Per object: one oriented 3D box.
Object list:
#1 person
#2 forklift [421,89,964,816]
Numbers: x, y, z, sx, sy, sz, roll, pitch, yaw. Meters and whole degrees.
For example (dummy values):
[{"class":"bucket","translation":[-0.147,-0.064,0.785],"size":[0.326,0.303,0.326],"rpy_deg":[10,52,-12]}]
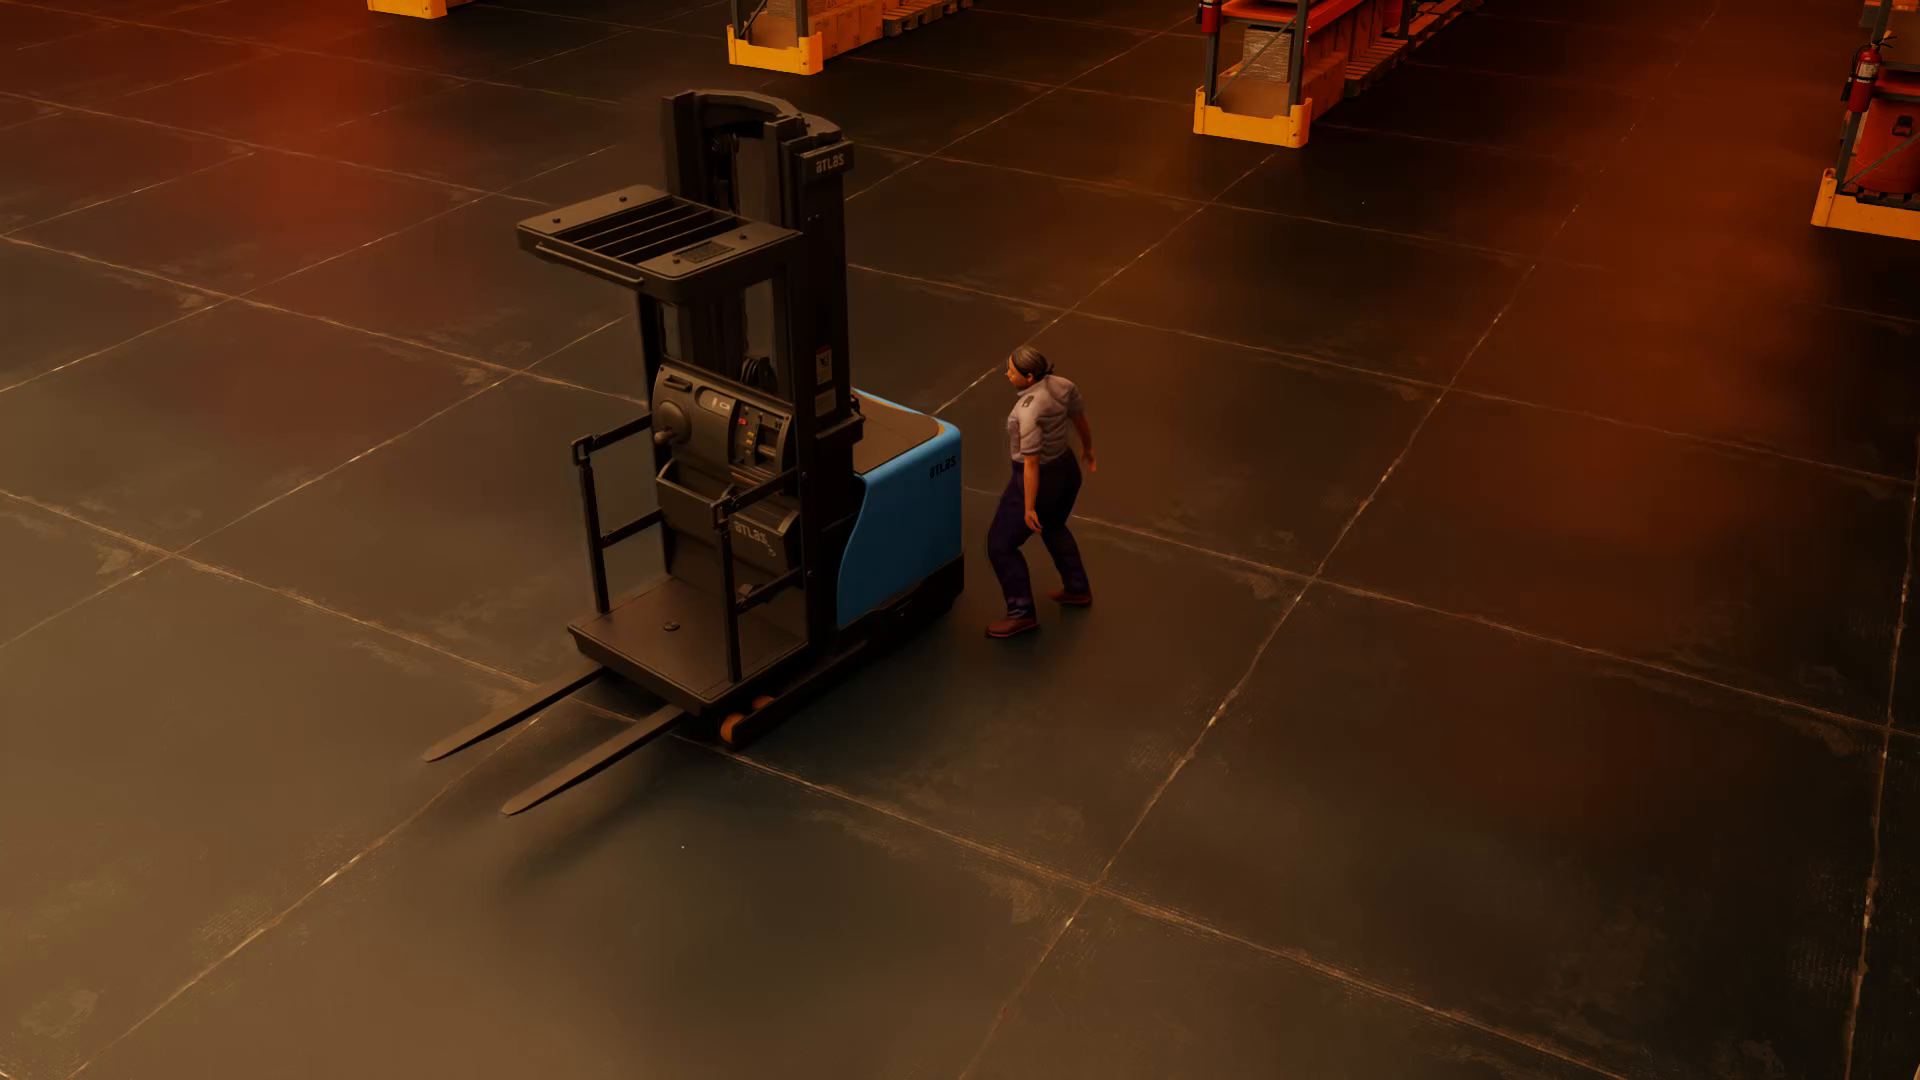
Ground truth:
[{"class":"person","translation":[0.464,-0.294,8.952],"size":[0.422,1.629,0.836],"rpy_deg":[20,35,30]},{"class":"forklift","translation":[-1.305,-0.534,7.995],"size":[1.130,2.935,3.031],"rpy_deg":[23,37,34]}]
